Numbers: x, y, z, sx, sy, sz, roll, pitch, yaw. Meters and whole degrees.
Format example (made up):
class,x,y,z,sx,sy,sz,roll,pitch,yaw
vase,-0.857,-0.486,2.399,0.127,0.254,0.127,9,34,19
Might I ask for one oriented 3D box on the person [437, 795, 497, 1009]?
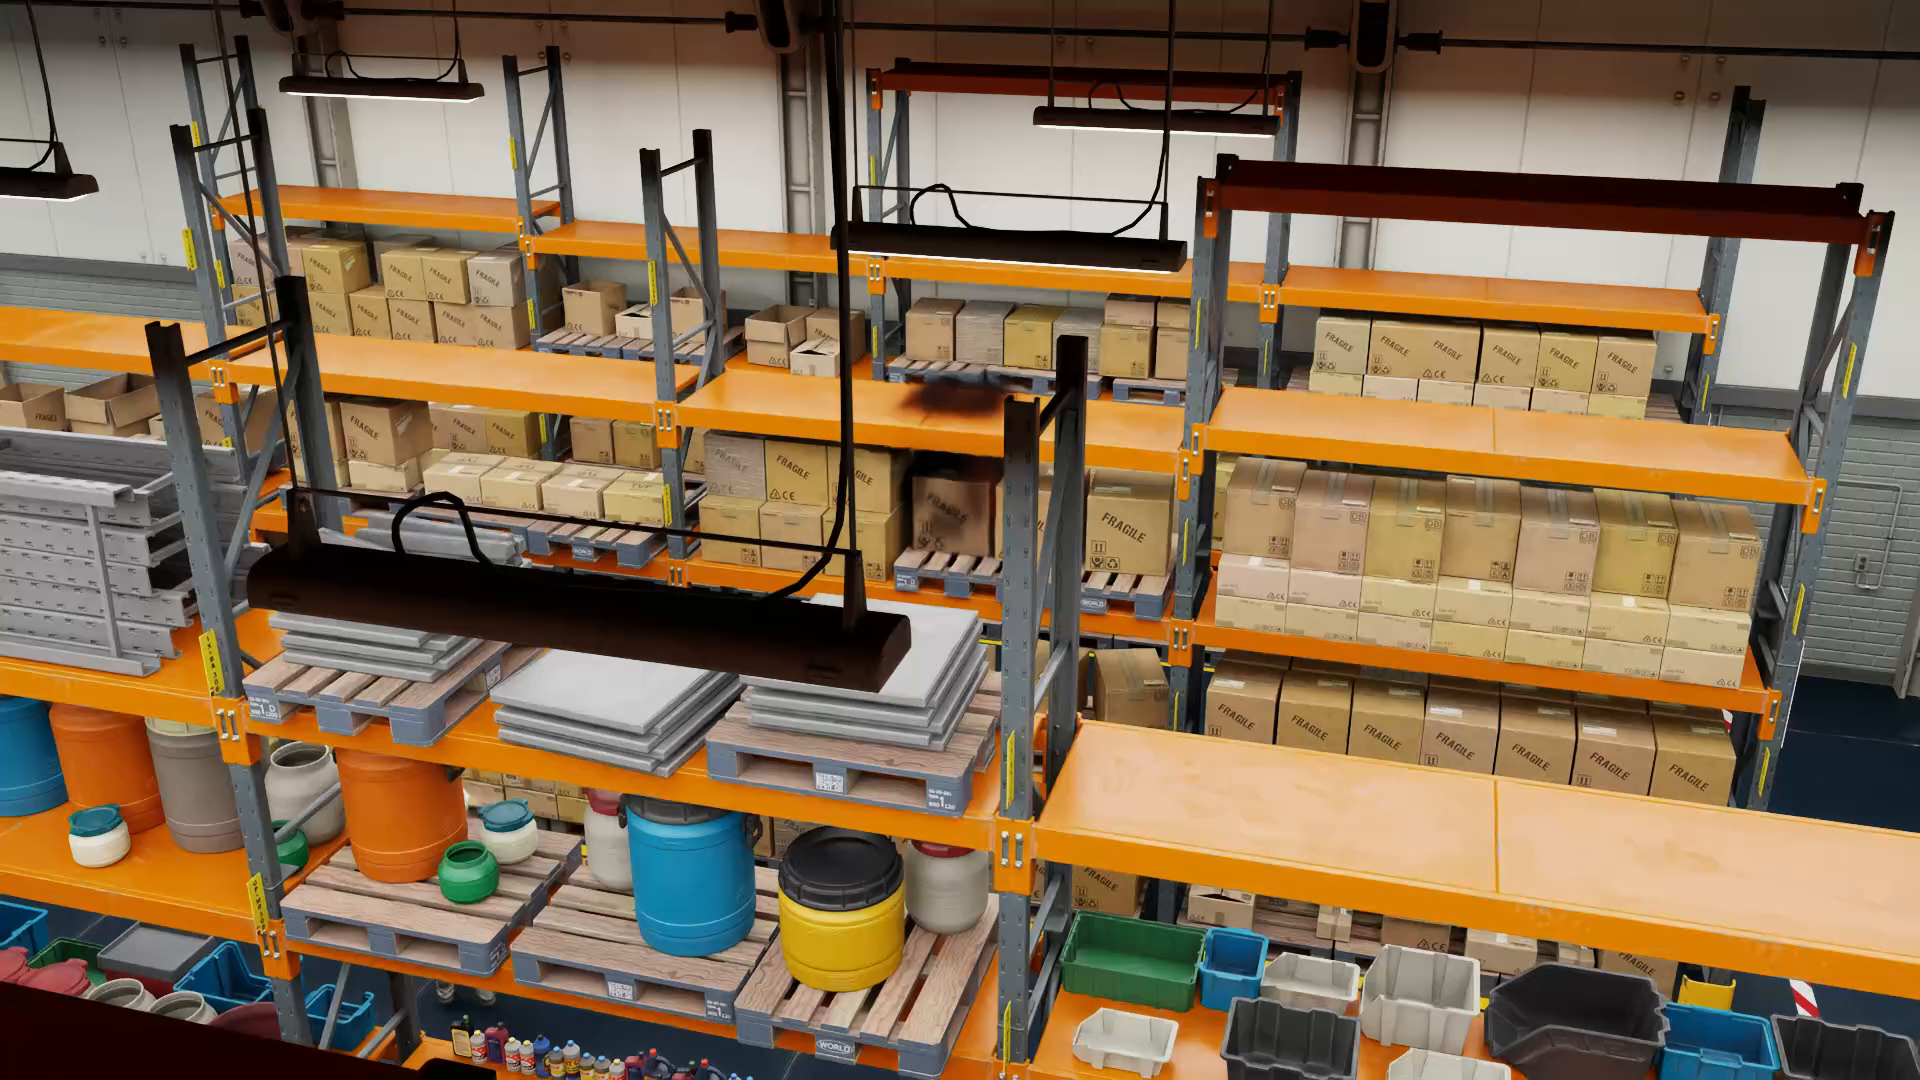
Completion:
class,x,y,z,sx,sy,sz,roll,pitch,yaw
person,-3.621,2.585,12.075,0.570,1.794,0.400,-2,23,-5
